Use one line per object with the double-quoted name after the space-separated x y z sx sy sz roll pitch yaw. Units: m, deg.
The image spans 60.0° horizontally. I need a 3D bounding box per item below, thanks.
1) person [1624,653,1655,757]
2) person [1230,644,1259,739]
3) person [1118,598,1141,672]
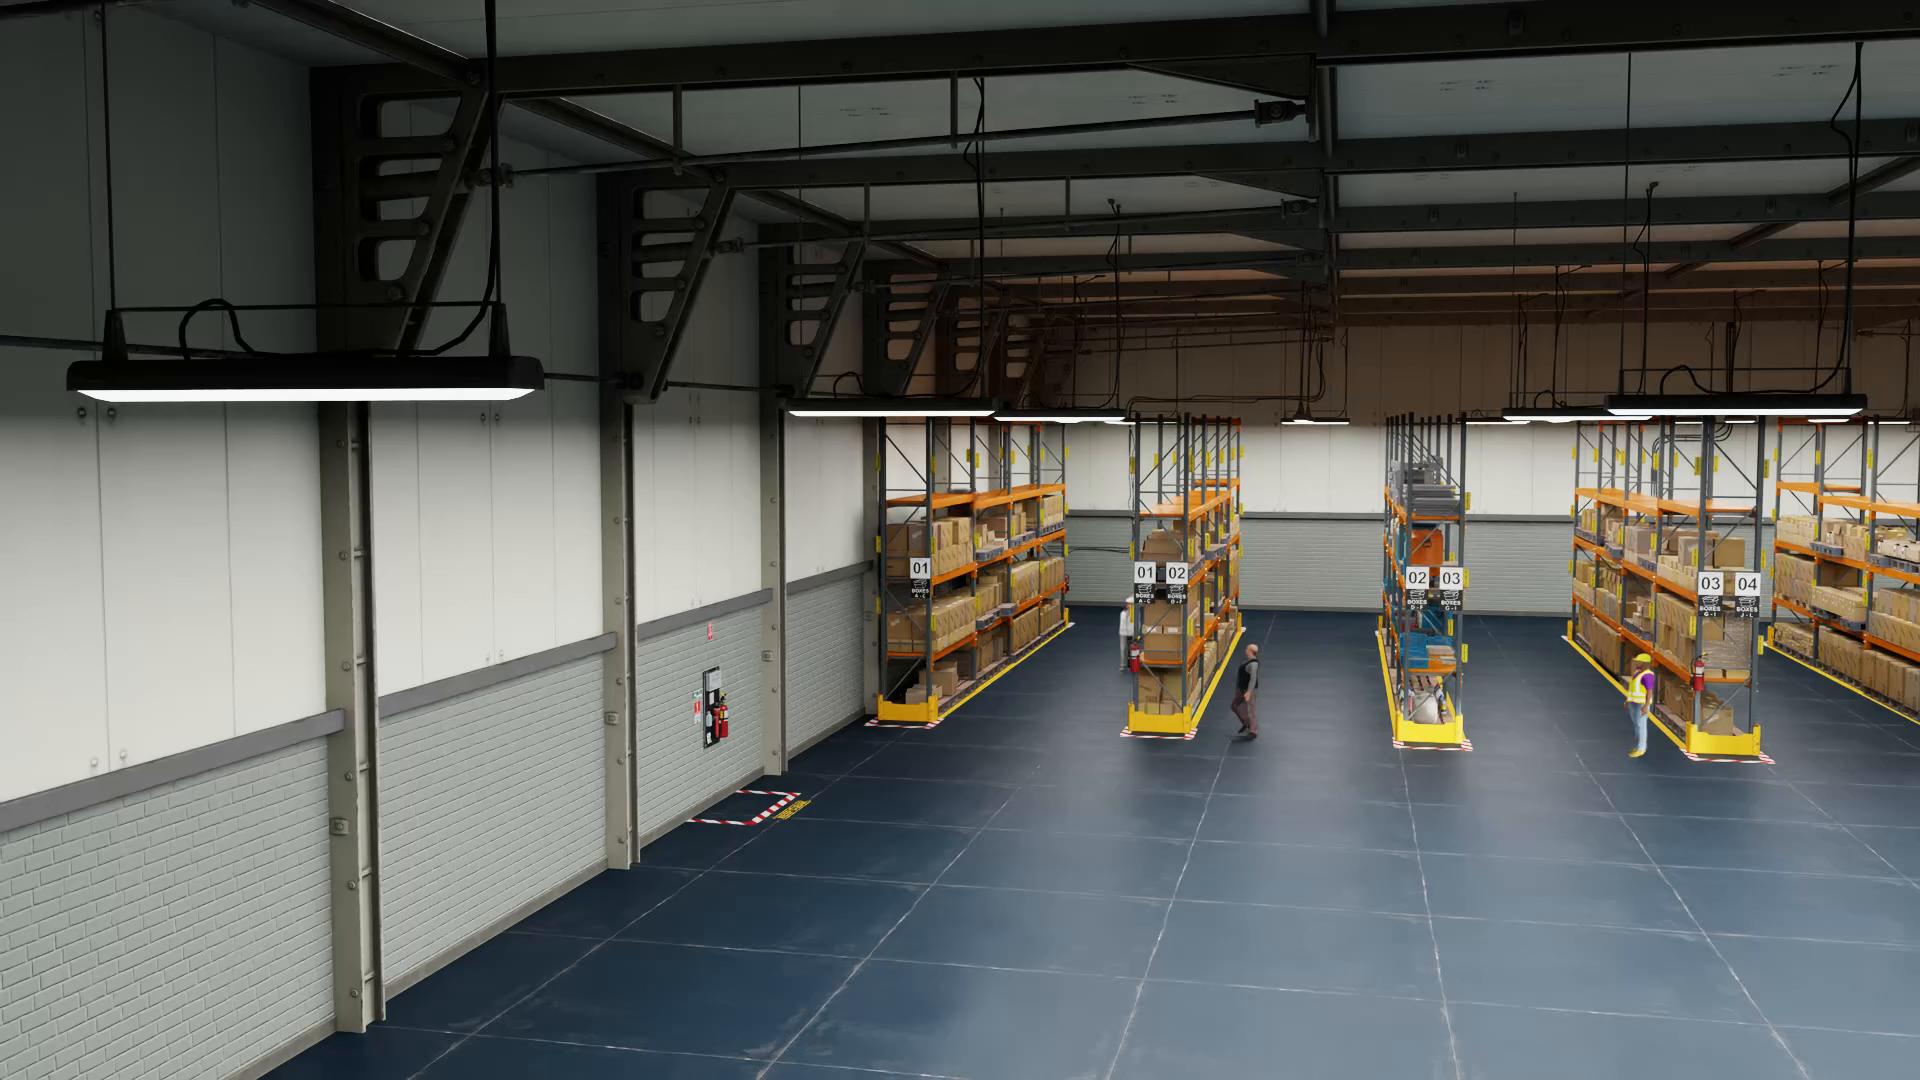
11.878 2.877 29.119 0.548 1.781 0.586 -2 4 -22 "person"
5.301 2.775 30.724 0.419 1.714 0.638 -1 4 -18 "person"
3.968 2.219 38.976 0.538 1.718 1.045 1 4 12 "person"
